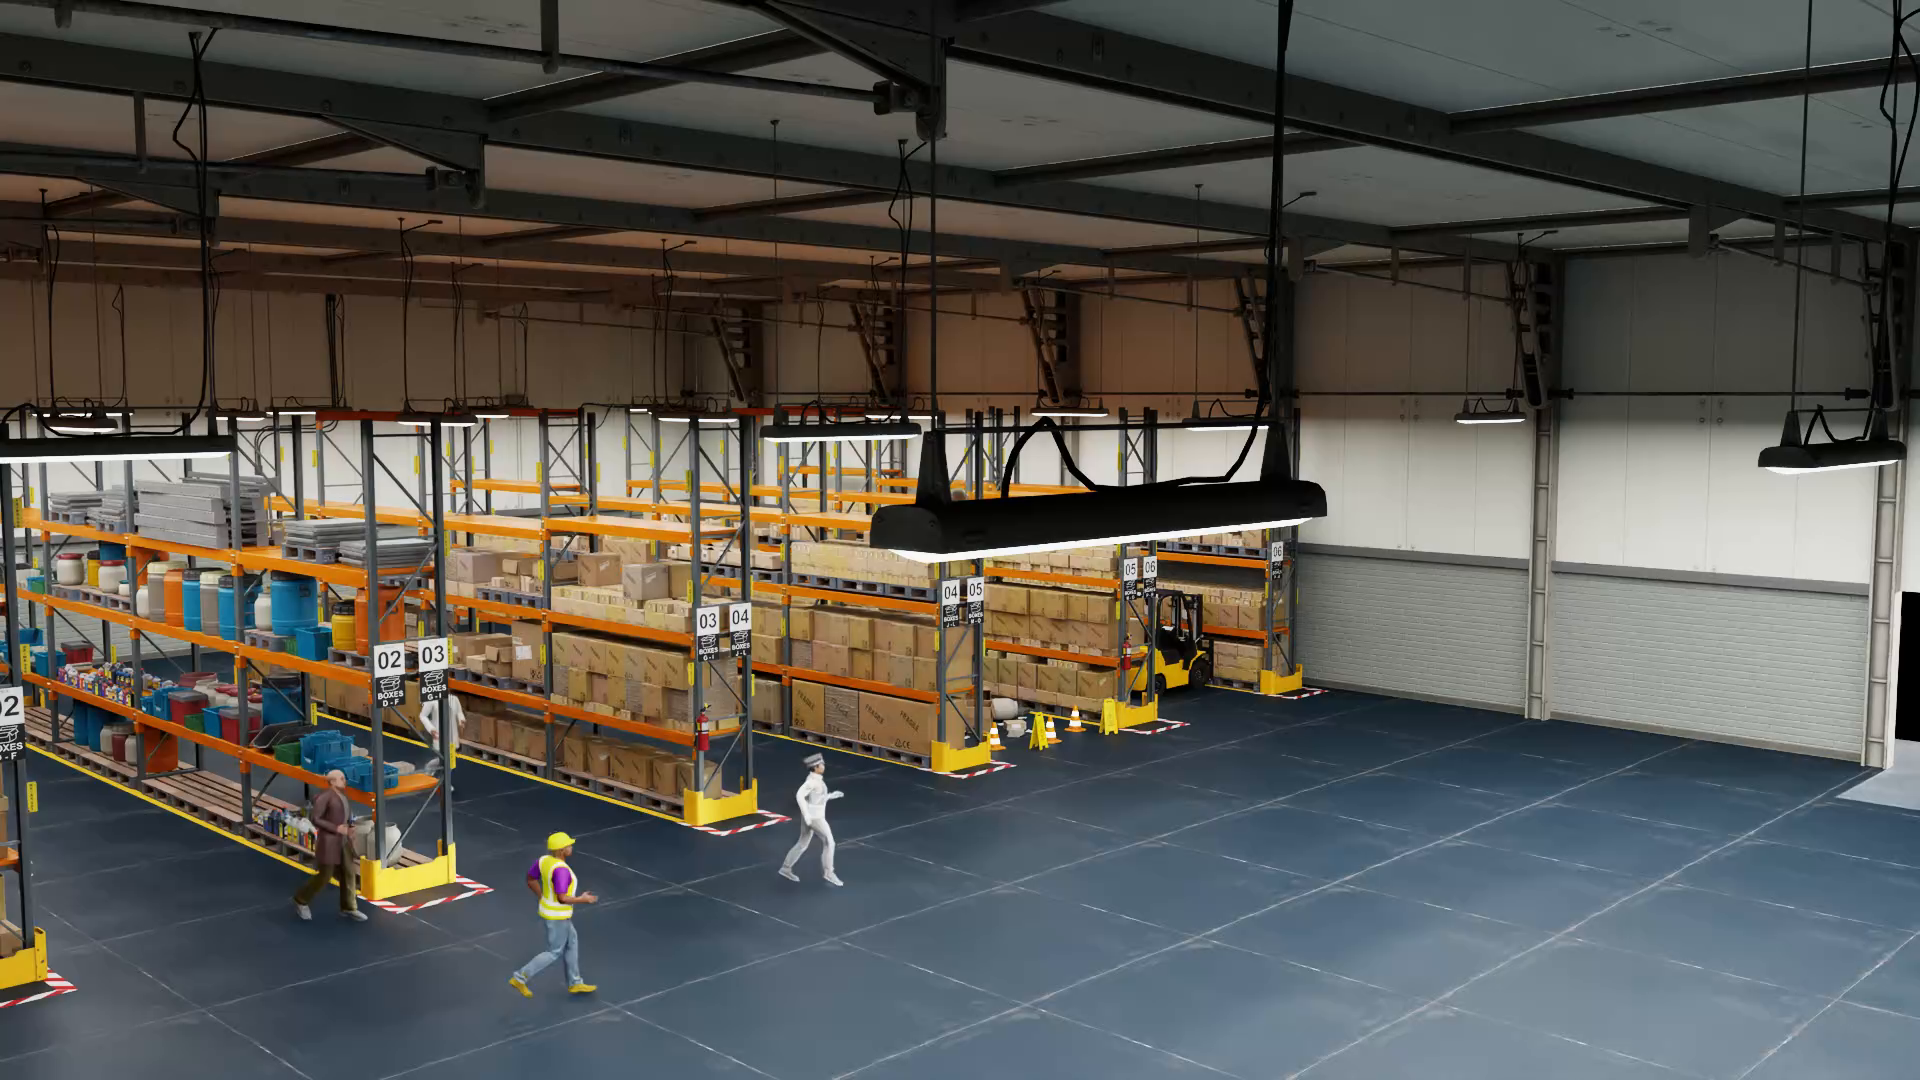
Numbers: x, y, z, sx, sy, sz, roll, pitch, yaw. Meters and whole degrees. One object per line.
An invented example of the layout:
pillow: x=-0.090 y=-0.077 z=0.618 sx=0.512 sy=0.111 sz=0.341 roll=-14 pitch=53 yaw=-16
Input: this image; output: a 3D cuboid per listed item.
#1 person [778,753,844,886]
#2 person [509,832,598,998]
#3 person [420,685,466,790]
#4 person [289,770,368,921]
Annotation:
person: x=-1.889 y=3.591 z=21.315 sx=0.815 sy=1.737 sz=0.580 roll=-1 pitch=5 yaw=-15
person: x=-4.248 y=3.918 z=17.296 sx=0.948 sy=1.754 sz=0.681 roll=-3 pitch=6 yaw=-29
person: x=-8.215 y=3.157 z=26.543 sx=0.673 sy=1.668 sz=0.700 roll=4 pitch=7 yaw=41
person: x=-7.555 y=3.759 z=20.098 sx=0.933 sy=1.585 sz=0.763 roll=1 pitch=5 yaw=11
